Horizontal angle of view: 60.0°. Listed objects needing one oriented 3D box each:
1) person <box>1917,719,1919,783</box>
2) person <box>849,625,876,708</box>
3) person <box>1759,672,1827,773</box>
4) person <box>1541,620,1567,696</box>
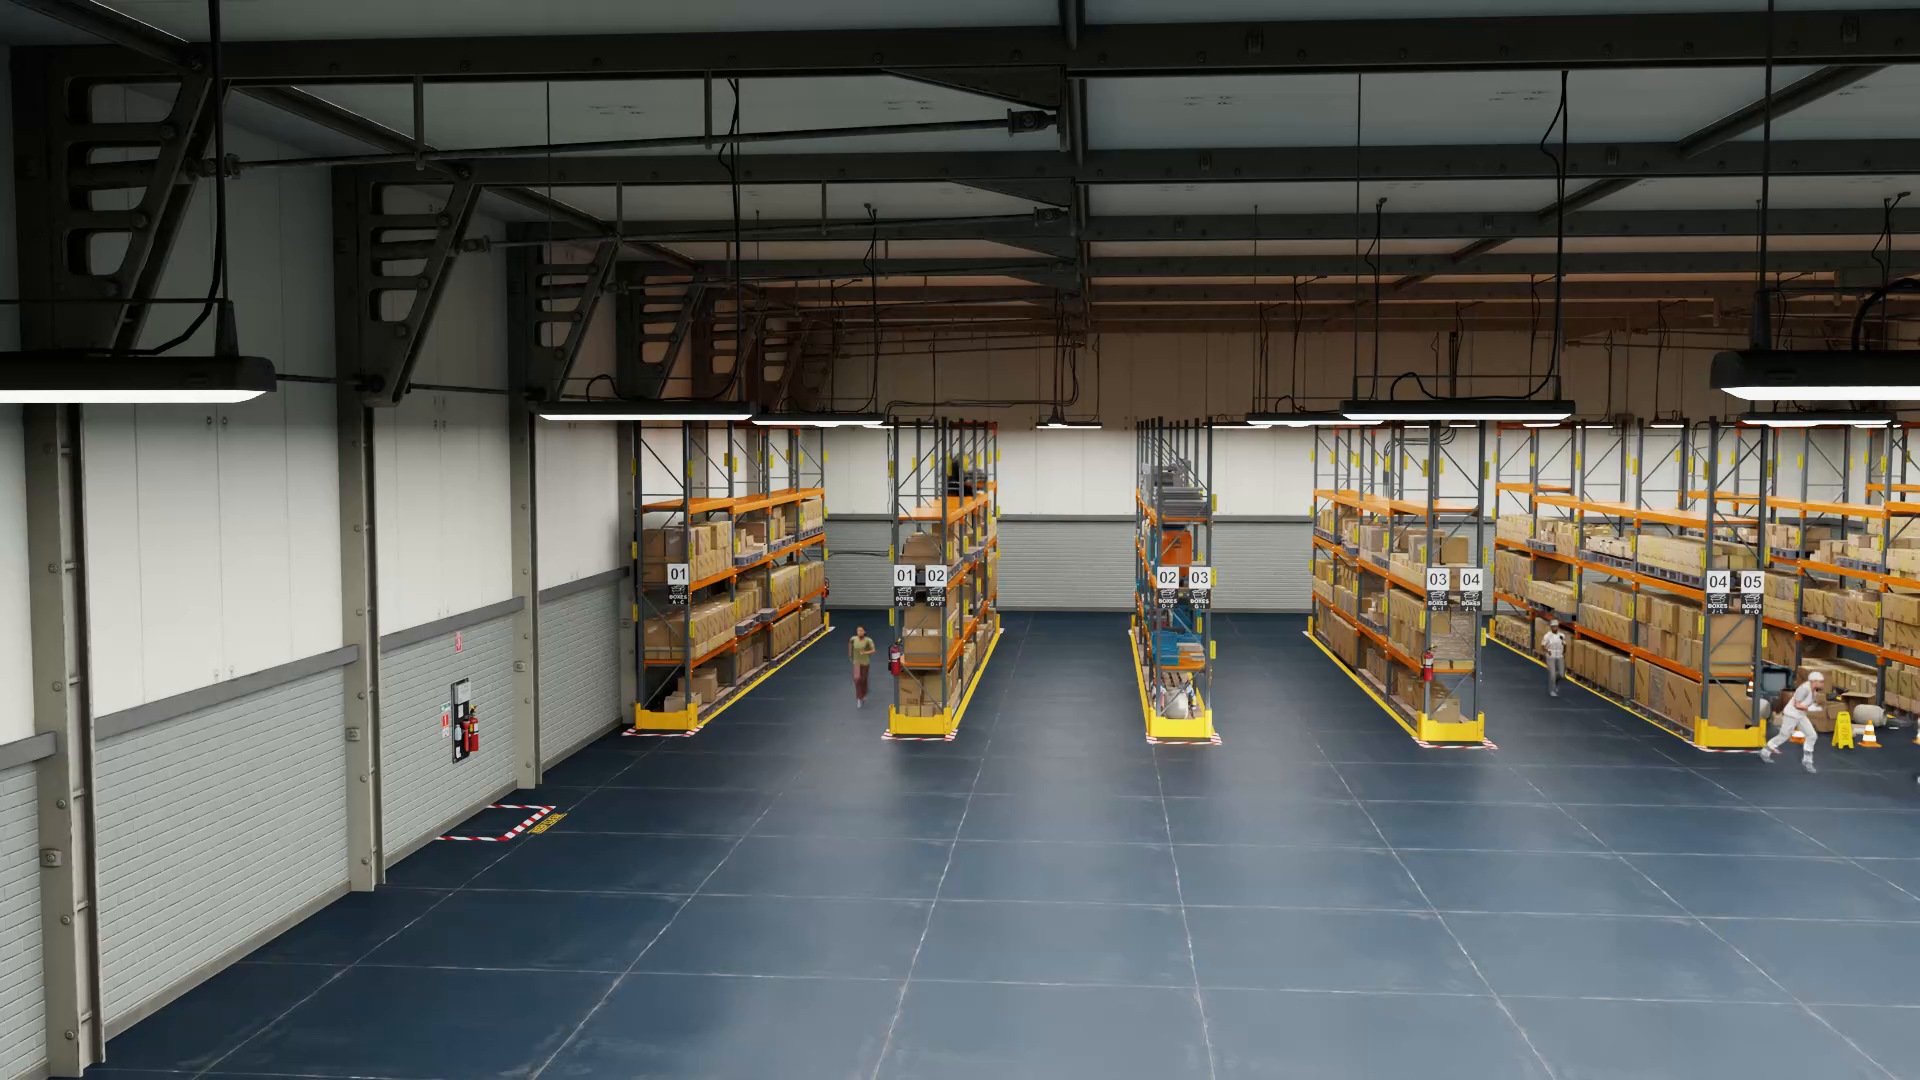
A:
[{"bbox_3d":[15.212,3.167,25.765,0.703,1.743,0.542,-3,5,-37],"label":"person"},{"bbox_3d":[-2.052,2.621,34.825,0.599,1.696,0.945,0,4,6],"label":"person"},{"bbox_3d":[14.129,3.059,28.211,0.705,1.730,1.038,-4,5,-44],"label":"person"},{"bbox_3d":[12.860,2.548,35.936,0.571,1.653,0.554,0,4,4],"label":"person"}]
